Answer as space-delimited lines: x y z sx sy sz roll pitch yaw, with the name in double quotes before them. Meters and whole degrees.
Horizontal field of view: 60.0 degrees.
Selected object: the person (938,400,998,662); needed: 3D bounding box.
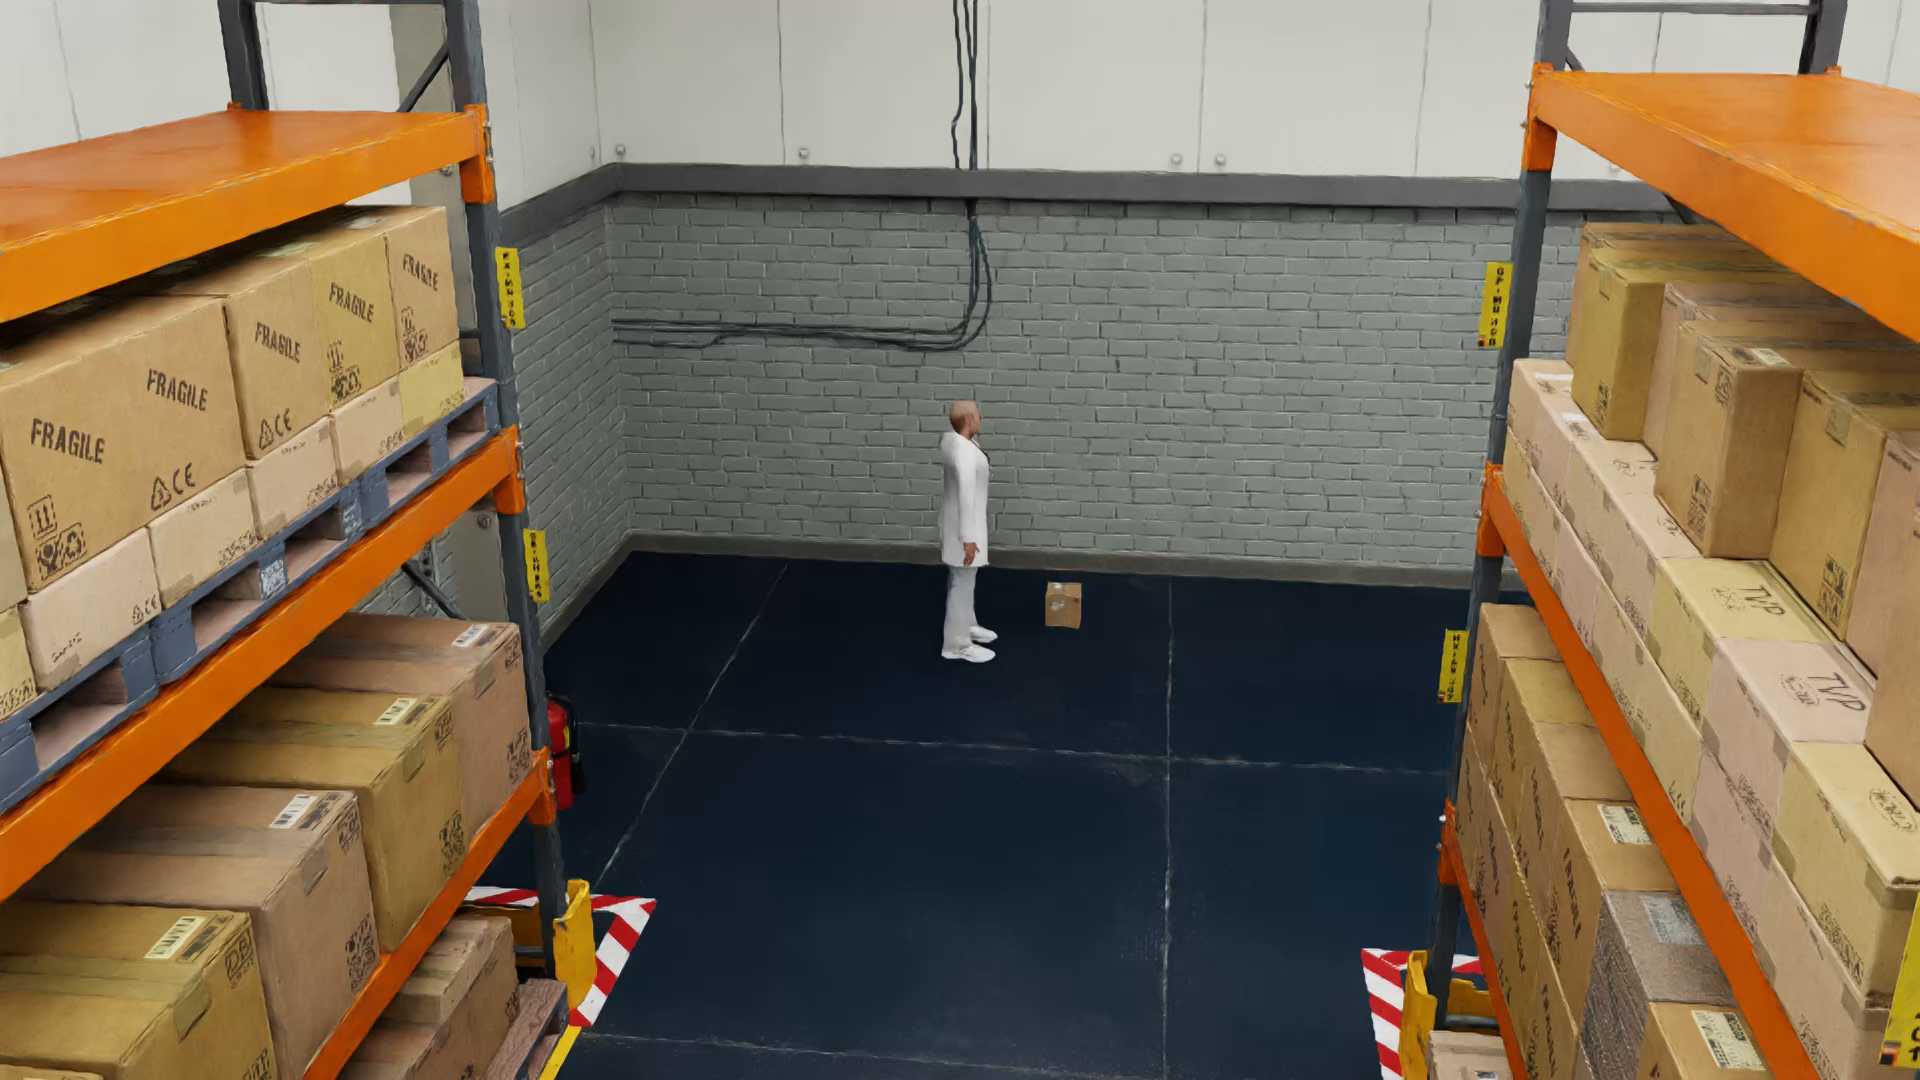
"person" 0.056 -0.092 11.277 0.432 1.785 0.647 -4 21 -10
